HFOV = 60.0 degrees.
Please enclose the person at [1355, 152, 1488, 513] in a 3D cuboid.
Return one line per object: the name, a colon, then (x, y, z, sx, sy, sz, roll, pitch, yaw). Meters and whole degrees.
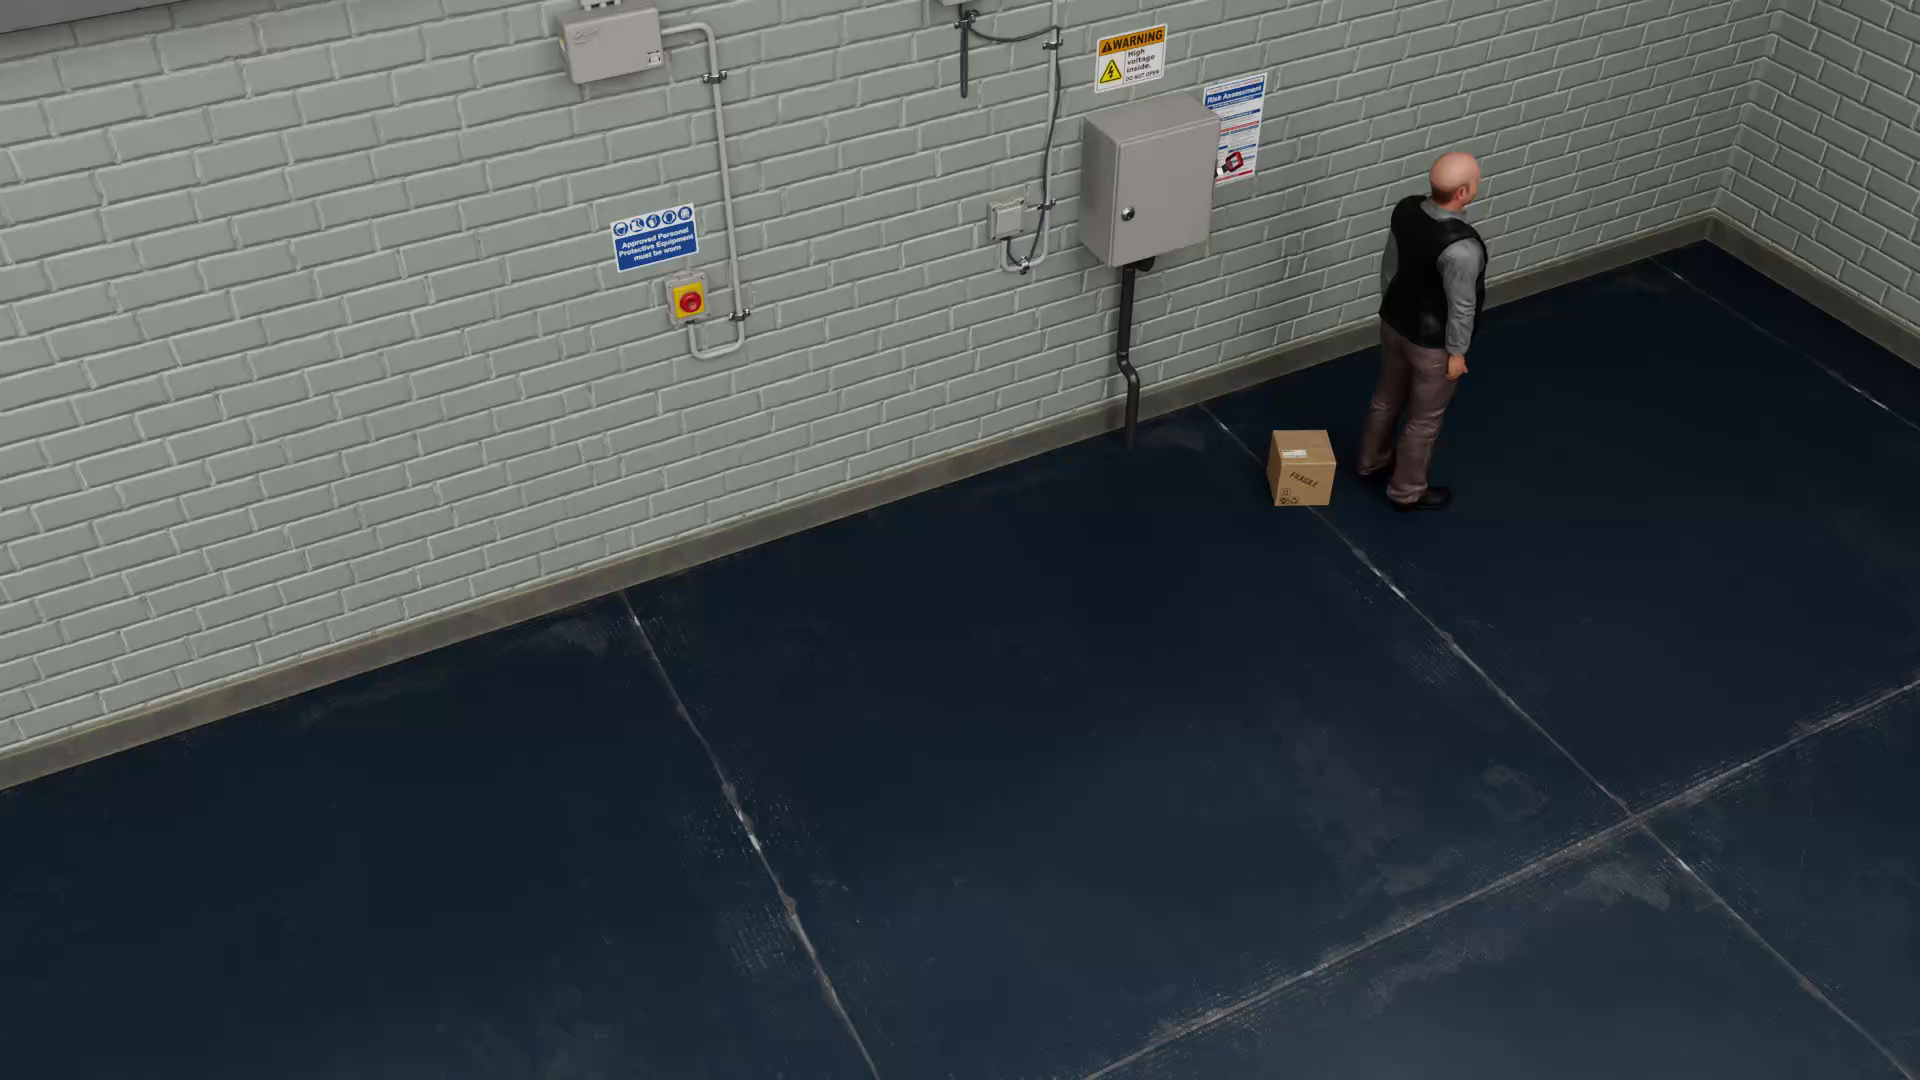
person: (2.027, -0.901, 7.209, 0.369, 1.724, 0.532, -17, 44, -19)
